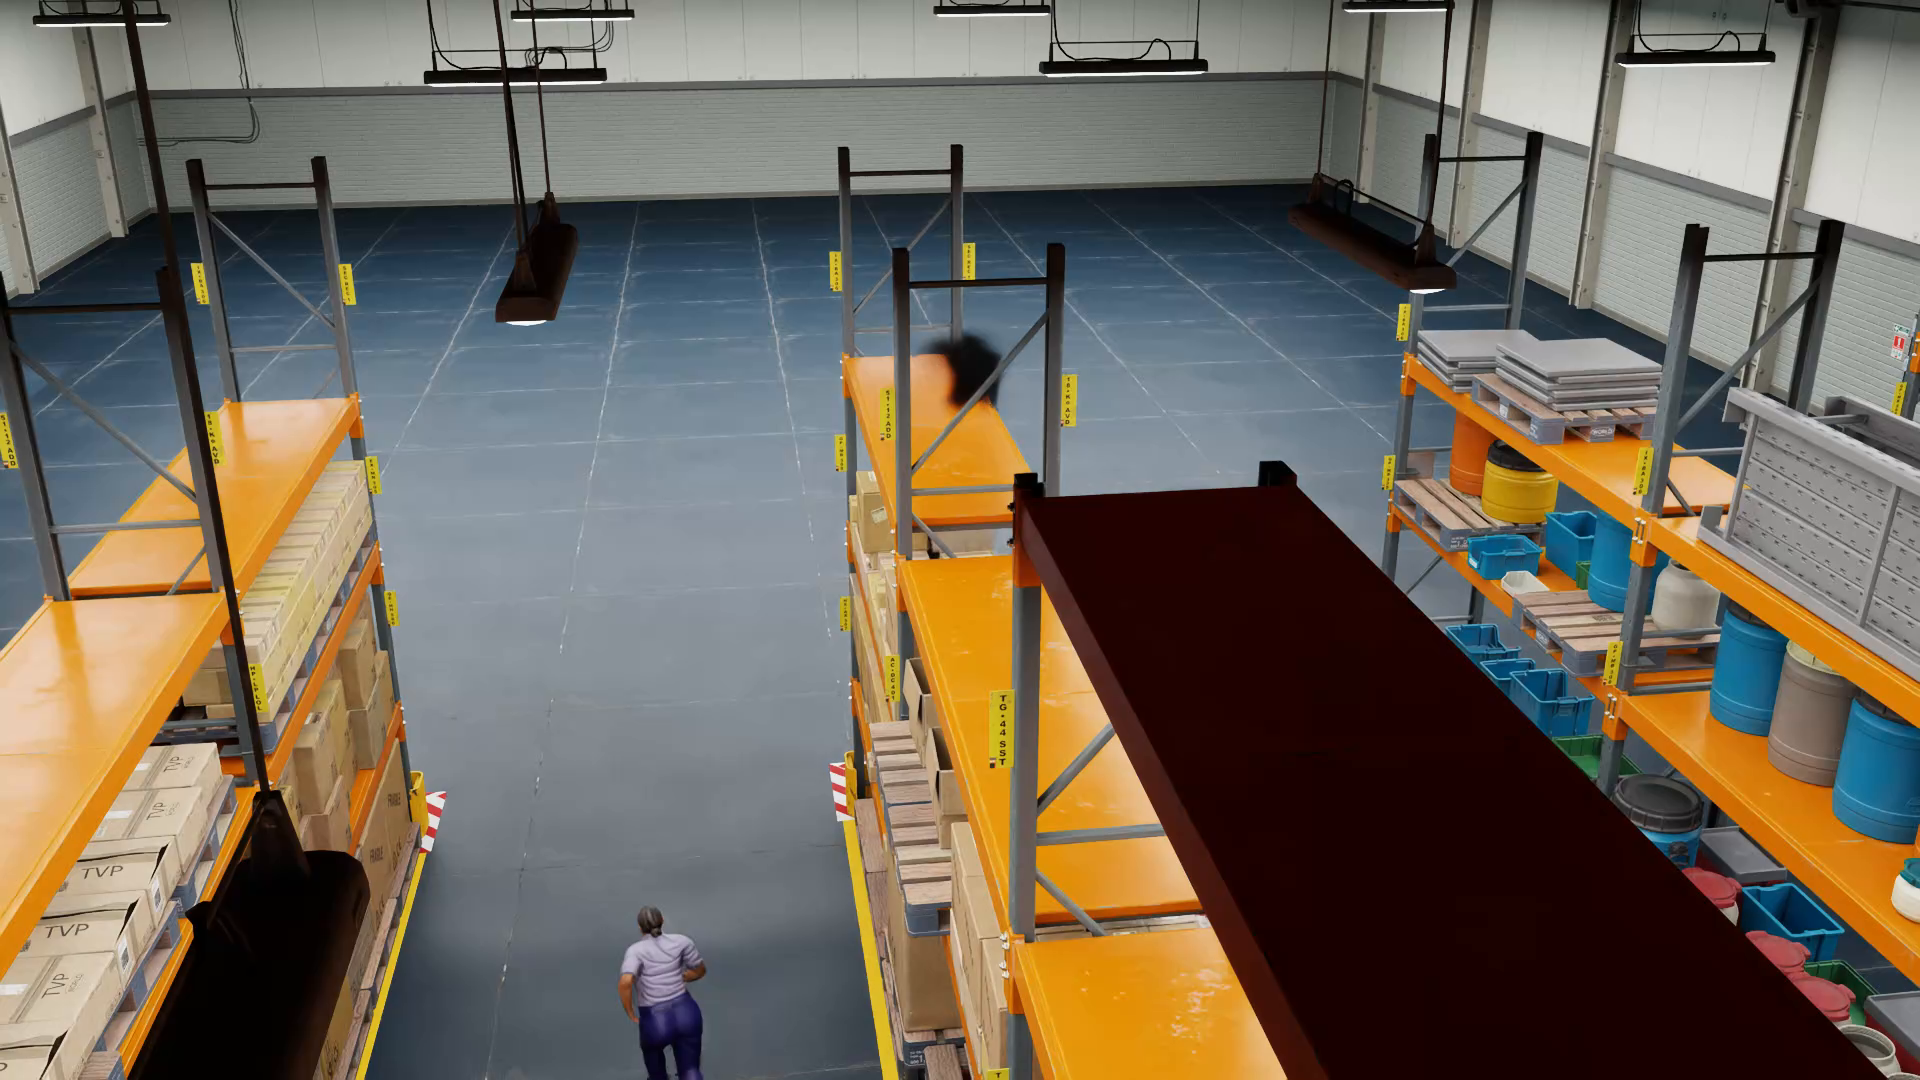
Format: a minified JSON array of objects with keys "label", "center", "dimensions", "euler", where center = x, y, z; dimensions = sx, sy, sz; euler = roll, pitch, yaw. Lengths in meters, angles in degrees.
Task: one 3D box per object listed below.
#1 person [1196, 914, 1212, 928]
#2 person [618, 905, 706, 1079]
[{"label":"person","center":[1.563,3.102,11.508],"dimensions":[0.696,1.682,0.901],"euler":[-6,22,-14]},{"label":"person","center":[-1.928,3.328,11.174],"dimensions":[0.649,1.616,0.973],"euler":[-13,25,-30]}]
